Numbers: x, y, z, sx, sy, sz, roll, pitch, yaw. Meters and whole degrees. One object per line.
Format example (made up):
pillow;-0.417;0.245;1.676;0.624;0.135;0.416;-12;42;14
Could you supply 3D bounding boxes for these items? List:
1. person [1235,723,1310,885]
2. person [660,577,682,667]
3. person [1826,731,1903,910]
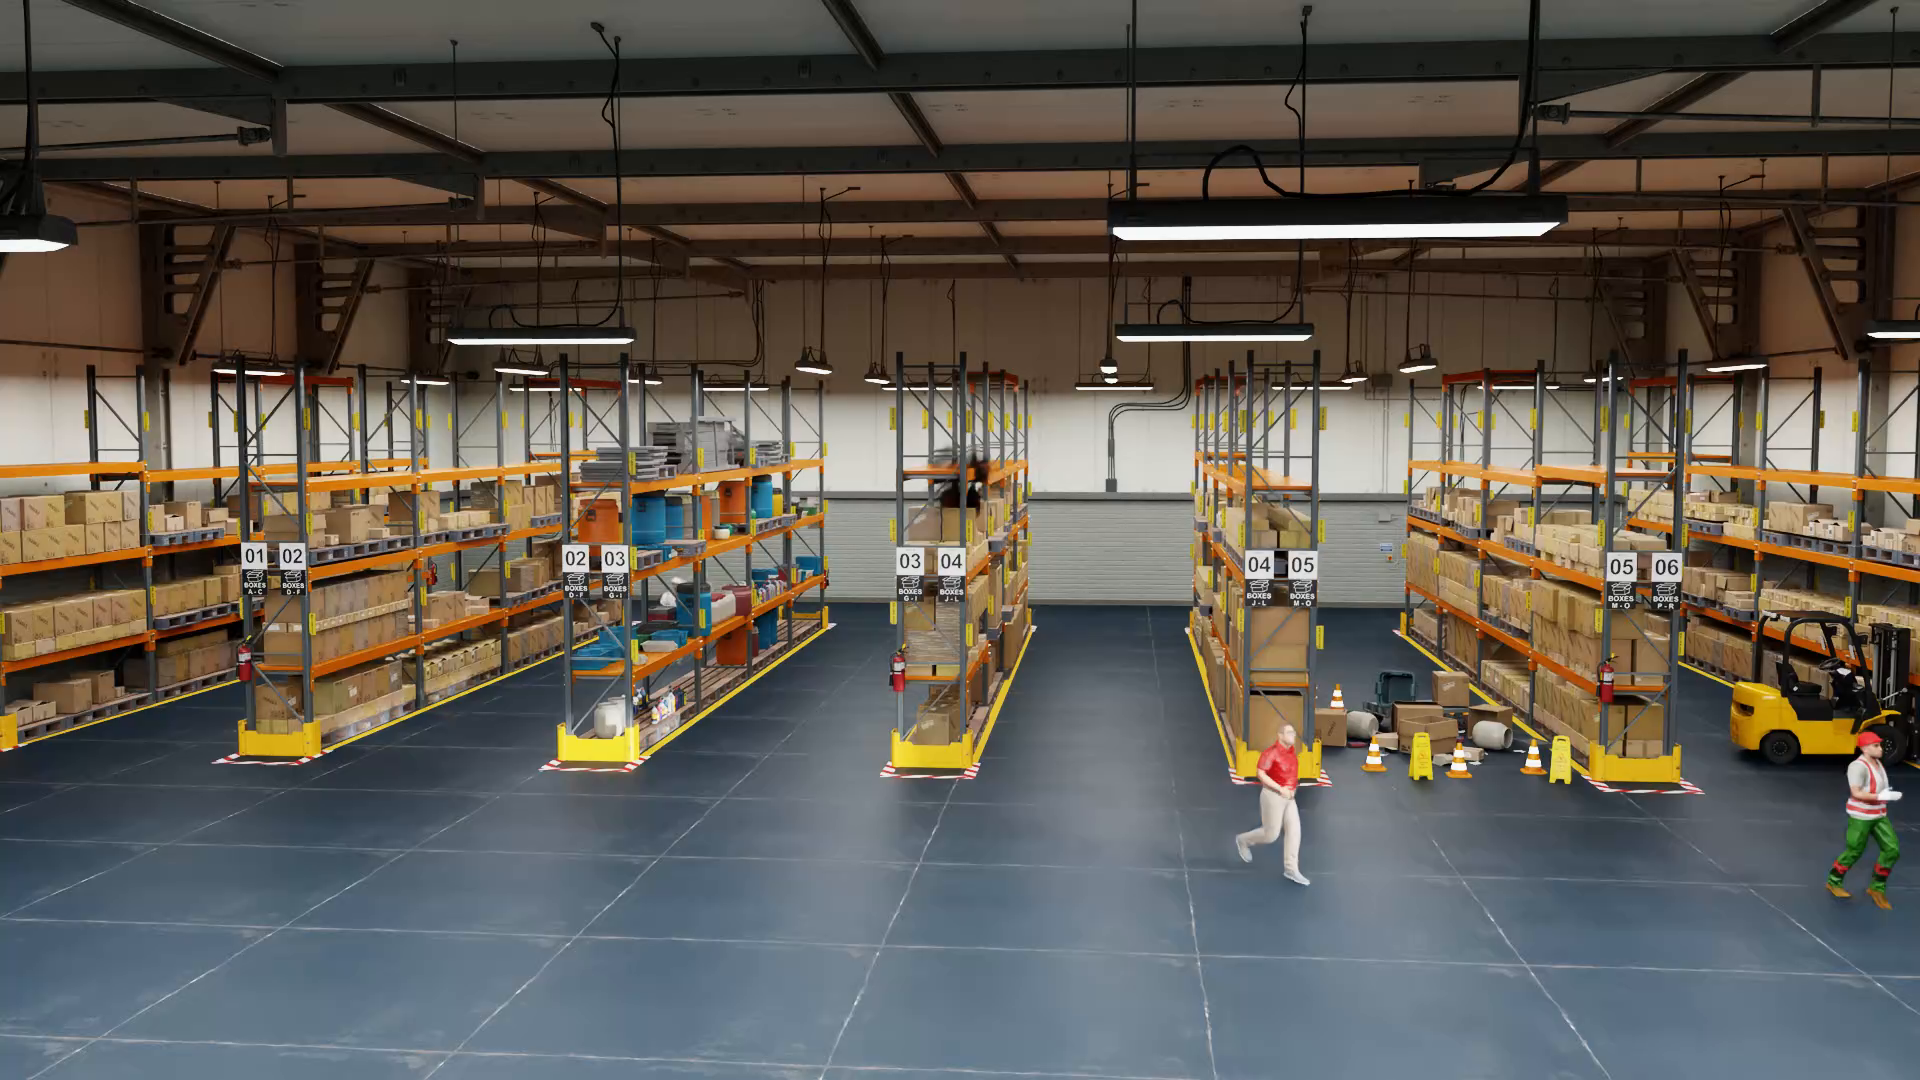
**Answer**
person;3.474;2.860;18.305;0.947;1.724;0.686;4;6;44
person;-5.854;1.675;34.326;0.677;1.823;0.738;0;4;4
person;9.359;2.892;17.143;0.664;1.852;0.760;-2;5;-29
